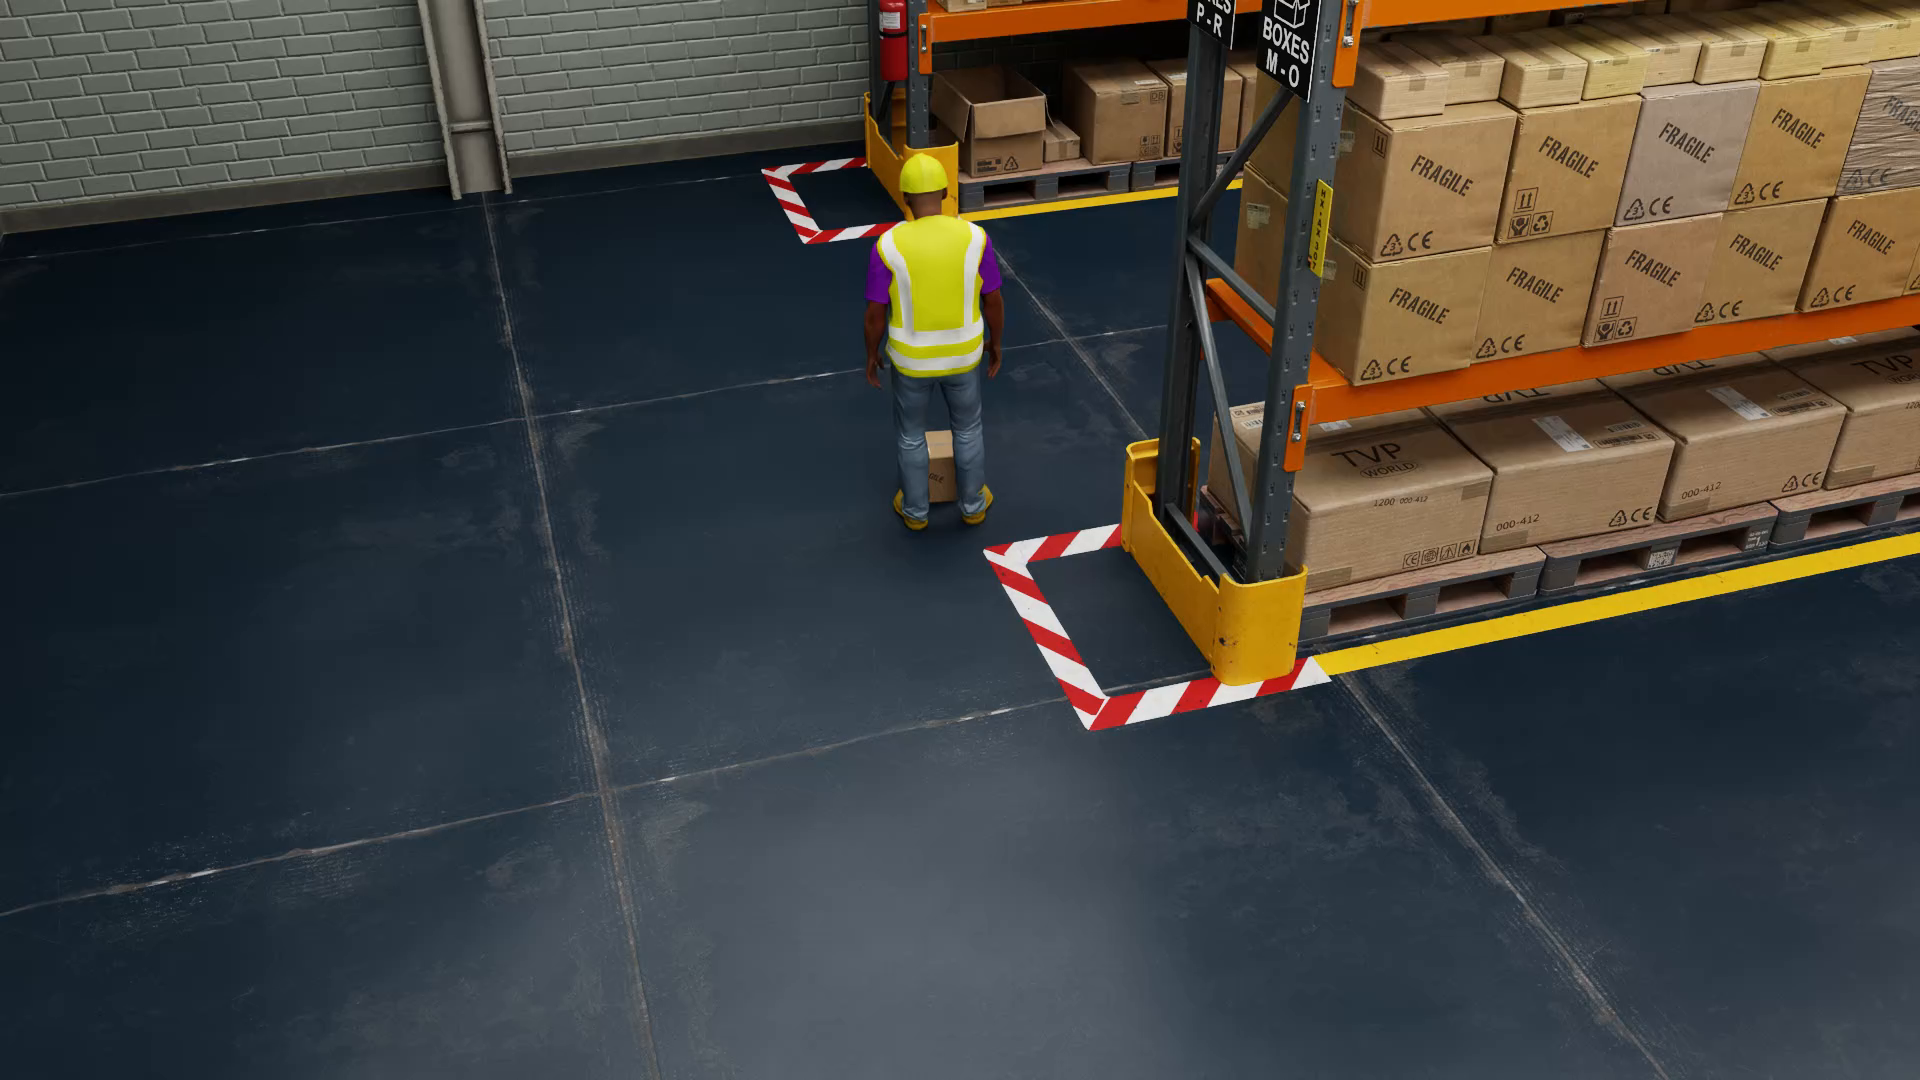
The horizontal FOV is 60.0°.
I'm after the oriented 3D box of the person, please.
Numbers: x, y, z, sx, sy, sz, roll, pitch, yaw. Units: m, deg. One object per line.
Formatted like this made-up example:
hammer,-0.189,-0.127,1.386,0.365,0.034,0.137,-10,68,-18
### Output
person,-0.121,-0.850,7.400,0.630,1.759,0.460,-5,34,-8
